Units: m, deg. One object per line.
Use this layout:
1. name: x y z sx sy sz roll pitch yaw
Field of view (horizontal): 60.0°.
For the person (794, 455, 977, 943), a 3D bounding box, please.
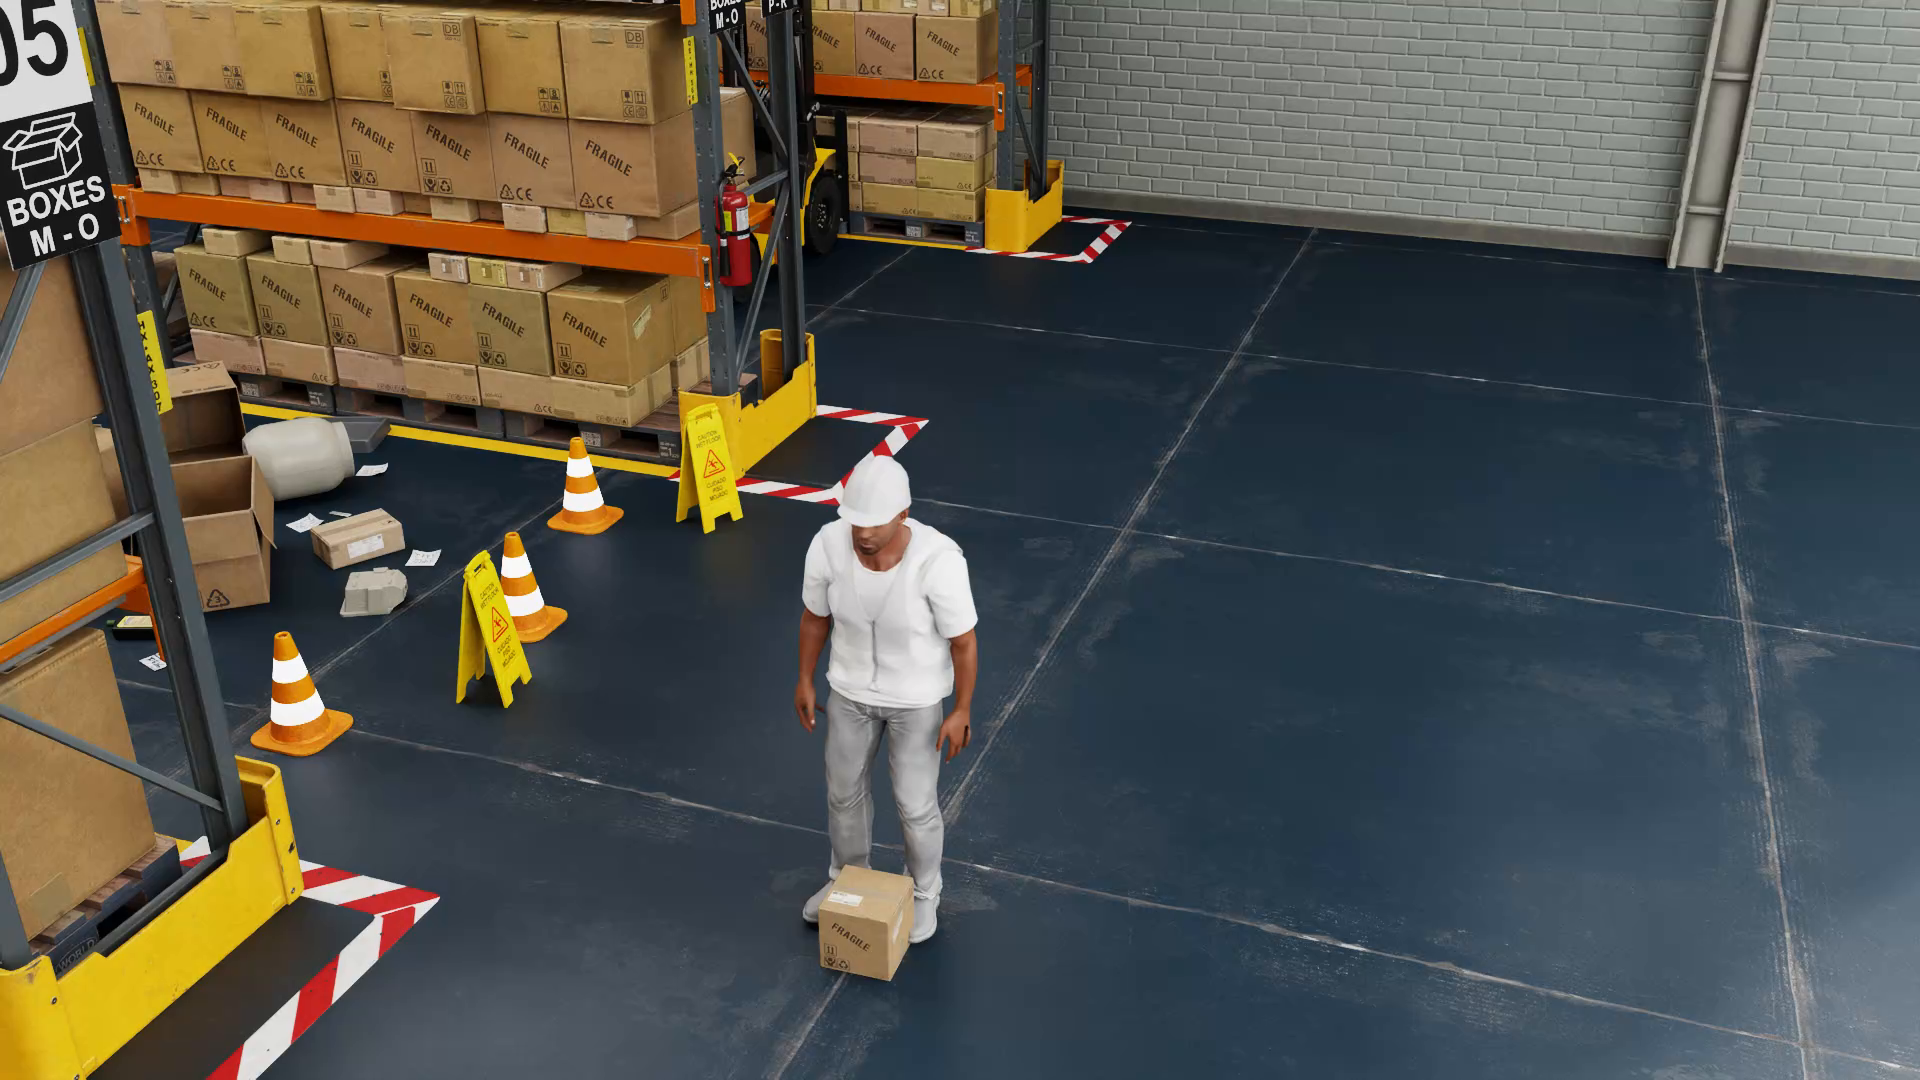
1. person: -0.255 0.521 5.505 0.628 1.757 0.456 9 27 18
